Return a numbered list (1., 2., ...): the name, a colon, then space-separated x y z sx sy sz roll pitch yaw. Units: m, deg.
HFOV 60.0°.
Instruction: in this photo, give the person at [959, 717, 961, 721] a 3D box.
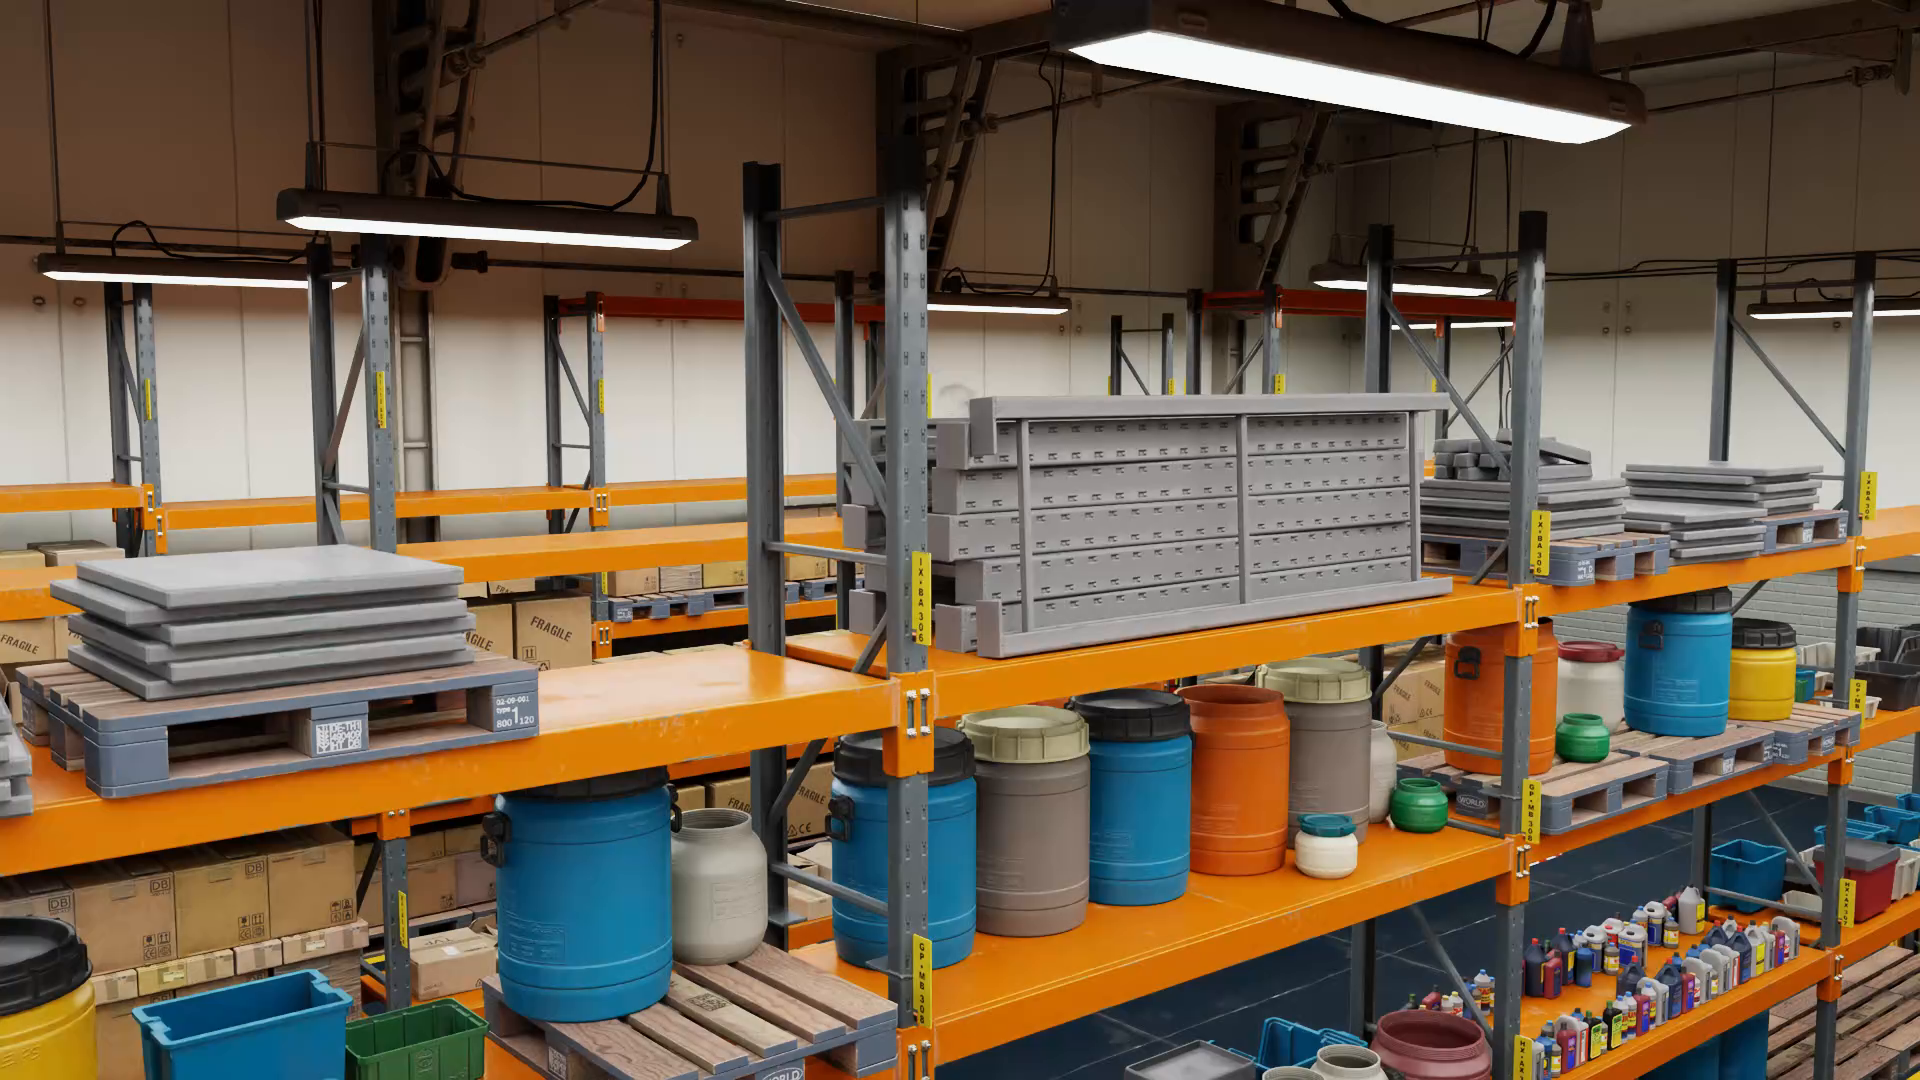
1. person: 0.023 2.653 17.147 0.636 1.745 0.713 4 7 39
